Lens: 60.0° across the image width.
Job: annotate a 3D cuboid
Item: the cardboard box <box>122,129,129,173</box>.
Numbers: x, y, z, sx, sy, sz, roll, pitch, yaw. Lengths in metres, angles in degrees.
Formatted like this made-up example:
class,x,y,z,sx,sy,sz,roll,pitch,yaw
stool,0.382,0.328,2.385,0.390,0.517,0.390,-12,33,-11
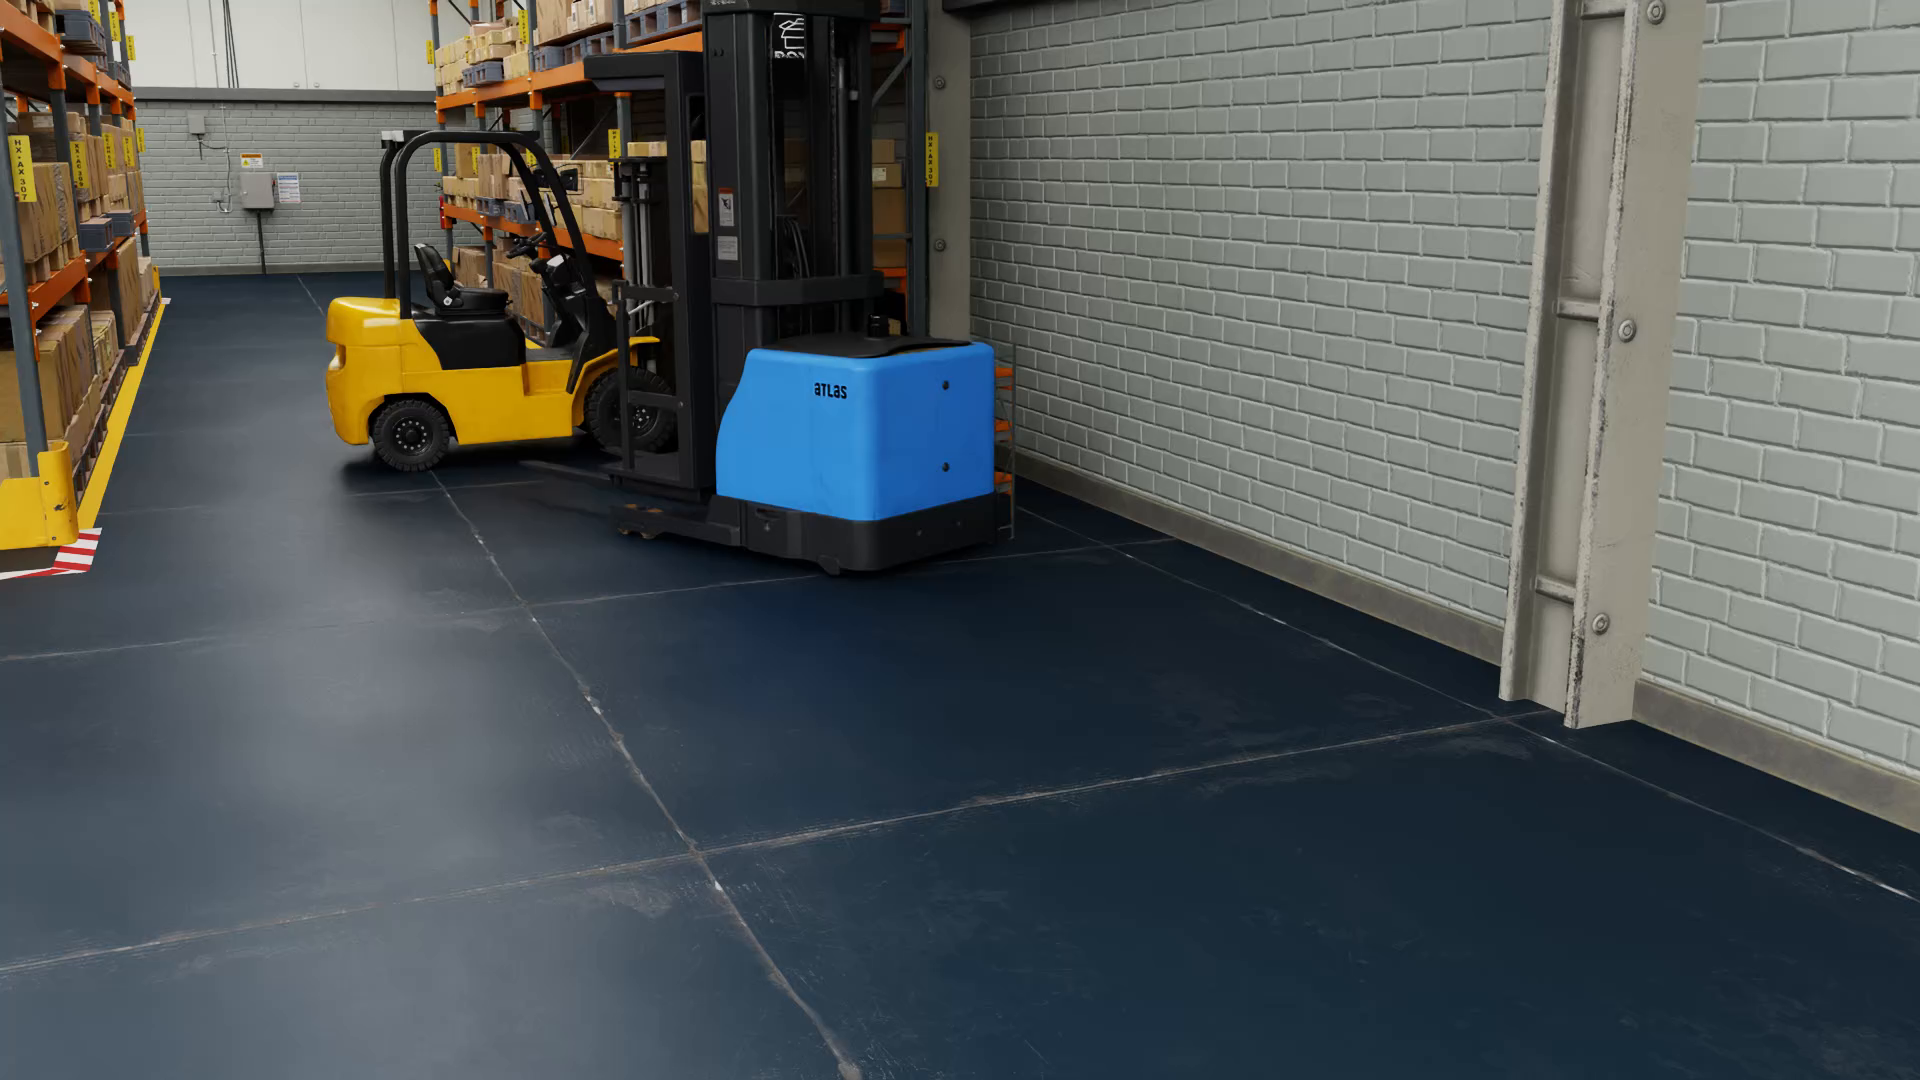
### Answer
class,x,y,z,sx,sy,sz,roll,pitch,yaw
cardboard box,-10.016,-4.540,19.396,0.500,0.500,0.500,-6,14,-23

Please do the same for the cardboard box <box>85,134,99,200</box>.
class,x,y,z,sx,sy,sz,roll,pitch,yaw
cardboard box,-7.154,-2.959,13.191,0.500,0.500,0.500,-6,14,-23

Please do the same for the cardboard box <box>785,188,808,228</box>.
class,x,y,z,sx,sy,sz,roll,pitch,yaw
cardboard box,-1.131,-1.981,10.555,0.500,0.500,0.500,-6,14,-24

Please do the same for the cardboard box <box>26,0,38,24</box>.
class,x,y,z,sx,sy,sz,roll,pitch,yaw
cardboard box,-6.037,-3.319,10.463,0.380,0.149,0.250,-5,14,-21

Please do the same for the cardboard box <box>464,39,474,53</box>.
class,x,y,z,sx,sy,sz,roll,pitch,yaw
cardboard box,-5.782,-5.969,20.101,0.380,0.149,0.250,-5,14,-21

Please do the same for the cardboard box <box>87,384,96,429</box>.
class,x,y,z,sx,sy,sz,roll,pitch,yaw
cardboard box,-6.136,-0.890,11.228,0.500,0.250,0.500,-6,14,-24

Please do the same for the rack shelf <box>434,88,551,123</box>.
class,x,y,z,sx,sy,sz,roll,pitch,yaw
rack shelf,-6.301,-5.858,22.469,1.077,0.370,4.000,-6,14,-23

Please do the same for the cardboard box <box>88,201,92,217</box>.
class,x,y,z,sx,sy,sz,roll,pitch,yaw
cardboard box,-7.212,-2.669,13.374,0.380,0.149,0.250,-6,14,-23

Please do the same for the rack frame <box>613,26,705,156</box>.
class,x,y,z,sx,sy,sz,roll,pitch,yaw
rack frame,-2.296,-2.681,13.800,1.000,3.000,0.127,-6,14,-23

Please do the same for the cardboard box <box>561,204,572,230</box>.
class,x,y,z,sx,sy,sz,roll,pitch,yaw
cardboard box,-3.534,-3.110,15.988,0.500,0.250,0.500,-6,14,-25

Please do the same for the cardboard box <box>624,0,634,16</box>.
class,x,y,z,sx,sy,sz,roll,pitch,yaw
cardboard box,-2.394,-4.153,12.912,0.380,0.149,0.250,-5,14,-22

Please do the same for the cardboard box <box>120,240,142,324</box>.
class,x,y,z,sx,sy,sz,roll,pitch,yaw
cardboard box,-9.356,-2.747,17.867,0.875,0.875,0.875,-5,14,-21

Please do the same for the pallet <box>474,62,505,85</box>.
class,x,y,z,sx,sy,sz,roll,pitch,yaw
pallet,-4.885,-5.348,19.090,1.213,0.211,1.003,-6,14,-23

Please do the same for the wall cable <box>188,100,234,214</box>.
class,x,y,z,sx,sy,sz,roll,pitch,yaw
wall cable,-12.634,-6.499,28.045,0.588,1.984,0.122,-6,14,-23

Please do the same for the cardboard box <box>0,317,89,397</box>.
class,x,y,z,sx,sy,sz,roll,pitch,yaw
cardboard box,-5.948,-1.154,10.706,0.500,0.500,0.500,-5,14,-20

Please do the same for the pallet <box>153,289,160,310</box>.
class,x,y,z,sx,sy,sz,roll,pitch,yaw
pallet,-11.257,-3.194,22.203,1.003,0.211,1.213,-6,14,-23

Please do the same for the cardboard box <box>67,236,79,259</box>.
class,x,y,z,sx,sy,sz,roll,pitch,yaw
cardboard box,-6.328,-2.019,11.500,0.380,0.149,0.250,-5,14,-22

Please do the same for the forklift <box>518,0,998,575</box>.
class,x,y,z,sx,sy,sz,roll,pitch,yaw
forklift,-1.258,-1.510,8.893,3.031,2.935,1.130,11,17,39

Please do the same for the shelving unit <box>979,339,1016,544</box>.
class,x,y,z,sx,sy,sz,roll,pitch,yaw
shelving unit,0.132,-0.524,8.805,0.252,1.050,0.215,13,18,43

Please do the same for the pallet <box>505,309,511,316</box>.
class,x,y,z,sx,sy,sz,roll,pitch,yaw
pallet,-5.140,-2.810,20.544,1.003,0.211,1.213,-6,14,-23

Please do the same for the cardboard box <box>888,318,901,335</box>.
class,x,y,z,sx,sy,sz,roll,pitch,yaw
cardboard box,-0.712,-1.323,10.882,0.500,0.250,0.500,-6,14,-24

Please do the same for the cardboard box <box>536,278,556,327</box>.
class,x,y,z,sx,sy,sz,roll,pitch,yaw
cardboard box,-4.264,-2.562,17.899,0.500,0.500,0.500,-5,14,-21

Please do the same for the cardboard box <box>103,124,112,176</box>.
class,x,y,z,sx,sy,sz,roll,pitch,yaw
cardboard box,-8.625,-3.819,16.281,0.500,0.500,0.500,-6,14,-23

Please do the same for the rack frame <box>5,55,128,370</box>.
class,x,y,z,sx,sy,sz,roll,pitch,yaw
rack frame,-8.444,-3.058,15.430,1.000,3.000,0.127,-6,14,-23

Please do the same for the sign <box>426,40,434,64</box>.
class,x,y,z,sx,sy,sz,roll,pitch,yaw
sign,-7.600,-6.998,23.863,0.100,0.325,0.005,-6,14,-23

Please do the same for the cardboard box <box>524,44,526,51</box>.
class,x,y,z,sx,sy,sz,roll,pitch,yaw
cardboard box,-4.428,-5.253,17.710,0.380,0.149,0.250,-5,14,-22

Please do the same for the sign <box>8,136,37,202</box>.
class,x,y,z,sx,sy,sz,roll,pitch,yaw
sign,-4.743,-1.876,8.403,0.100,0.325,0.005,-6,14,-23

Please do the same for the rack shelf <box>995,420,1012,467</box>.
class,x,y,z,sx,sy,sz,roll,pitch,yaw
rack shelf,0.132,-0.514,8.807,0.240,0.259,0.215,13,18,43

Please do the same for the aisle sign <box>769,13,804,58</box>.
class,x,y,z,sx,sy,sz,roll,pitch,yaw
aisle sign,-0.936,-3.081,9.763,0.394,0.787,0.004,-6,14,-23

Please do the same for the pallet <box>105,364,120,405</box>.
class,x,y,z,sx,sy,sz,roll,pitch,yaw
pallet,-7.648,-1.286,13.959,1.003,0.211,1.213,-6,14,-23

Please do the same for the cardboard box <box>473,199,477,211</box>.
class,x,y,z,sx,sy,sz,roll,pitch,yaw
cardboard box,-6.110,-4.358,21.602,0.380,0.149,0.250,-5,14,-22

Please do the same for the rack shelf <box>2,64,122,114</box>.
class,x,y,z,sx,sy,sz,roll,pitch,yaw
rack shelf,-9.246,-4.582,16.958,1.077,0.370,4.000,-6,14,-23

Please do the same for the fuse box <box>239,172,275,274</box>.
class,x,y,z,sx,sy,sz,roll,pitch,yaw
fuse box,-11.946,-5.406,28.431,0.539,1.711,0.414,-6,14,-23

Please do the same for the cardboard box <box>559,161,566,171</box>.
class,x,y,z,sx,sy,sz,roll,pitch,yaw
cardboard box,-3.689,-3.621,16.201,0.380,0.149,0.250,-5,14,-22

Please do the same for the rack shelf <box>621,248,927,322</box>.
class,x,y,z,sx,sy,sz,roll,pitch,yaw
rack shelf,-1.494,-1.917,12.096,1.077,0.370,4.000,-6,14,-23

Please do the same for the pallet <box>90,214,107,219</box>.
class,x,y,z,sx,sy,sz,roll,pitch,yaw
pallet,-7.614,-2.559,13.701,1.003,0.211,1.213,-6,14,-23

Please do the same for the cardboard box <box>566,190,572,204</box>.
class,x,y,z,sx,sy,sz,roll,pitch,yaw
cardboard box,-3.551,-3.351,15.918,0.500,0.250,0.500,-6,14,-24

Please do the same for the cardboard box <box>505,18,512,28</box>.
class,x,y,z,sx,sy,sz,roll,pitch,yaw
cardboard box,-5.315,-6.215,20.246,0.396,0.266,0.258,-6,14,-24

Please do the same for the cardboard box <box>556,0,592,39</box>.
class,x,y,z,sx,sy,sz,roll,pitch,yaw
cardboard box,-3.423,-4.889,15.312,0.500,0.500,0.500,-5,14,-22

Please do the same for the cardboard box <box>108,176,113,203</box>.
class,x,y,z,sx,sy,sz,roll,pitch,yaw
cardboard box,-8.421,-3.355,15.939,0.500,0.250,0.500,-6,14,-23

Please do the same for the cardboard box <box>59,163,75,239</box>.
class,x,y,z,sx,sy,sz,roll,pitch,yaw
cardboard box,-6.224,-2.250,11.058,0.500,0.500,0.500,-5,14,-21

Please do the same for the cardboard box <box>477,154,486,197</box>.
class,x,y,z,sx,sy,sz,roll,pitch,yaw
cardboard box,-5.511,-4.467,20.364,0.700,0.500,0.500,-5,14,-22

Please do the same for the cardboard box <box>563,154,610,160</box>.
class,x,y,z,sx,sy,sz,roll,pitch,yaw
cardboard box,-3.961,-3.881,17.832,0.500,0.500,0.500,-5,14,-20

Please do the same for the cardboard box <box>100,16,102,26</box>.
class,x,y,z,sx,sy,sz,roll,pitch,yaw
cardboard box,-10.090,-5.788,19.200,0.500,0.500,0.500,-5,14,-22

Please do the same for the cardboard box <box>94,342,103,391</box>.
class,x,y,z,sx,sy,sz,roll,pitch,yaw
cardboard box,-7.054,-1.264,12.576,0.950,0.372,0.625,-5,14,-22

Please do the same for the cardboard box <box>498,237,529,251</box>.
class,x,y,z,sx,sy,sz,roll,pitch,yaw
cardboard box,-5.452,-3.634,20.432,0.380,0.149,0.250,-6,14,-26

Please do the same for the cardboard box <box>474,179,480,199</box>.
class,x,y,z,sx,sy,sz,roll,pitch,yaw
cardboard box,-5.928,-4.489,21.284,0.500,0.250,0.500,-5,14,-22

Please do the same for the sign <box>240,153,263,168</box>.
class,x,y,z,sx,sy,sz,roll,pitch,yaw
sign,-12.080,-6.473,28.356,0.339,0.242,0.001,-6,14,-23

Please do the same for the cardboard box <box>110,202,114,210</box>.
class,x,y,z,sx,sy,sz,roll,pitch,yaw
cardboard box,-8.410,-3.109,15.982,0.500,0.250,0.500,-6,14,-24

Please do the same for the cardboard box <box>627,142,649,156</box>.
class,x,y,z,sx,sy,sz,roll,pitch,yaw
cardboard box,-2.440,-3.098,13.282,0.380,0.149,0.250,-5,14,-22

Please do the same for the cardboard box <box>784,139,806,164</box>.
class,x,y,z,sx,sy,sz,roll,pitch,yaw
cardboard box,-1.030,-2.419,10.349,0.380,0.149,0.250,-6,14,-23

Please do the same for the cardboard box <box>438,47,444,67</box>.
class,x,y,z,sx,sy,sz,roll,pitch,yaw
cardboard box,-6.968,-6.716,23.145,0.500,0.250,0.500,-6,14,-23

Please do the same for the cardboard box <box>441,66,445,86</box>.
class,x,y,z,sx,sy,sz,roll,pitch,yaw
cardboard box,-6.953,-6.474,23.209,0.500,0.250,0.500,-5,14,-22

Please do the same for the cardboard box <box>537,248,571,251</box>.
class,x,y,z,sx,sy,sz,roll,pitch,yaw
cardboard box,-5.089,-3.586,20.887,0.380,0.149,0.250,-6,14,-25

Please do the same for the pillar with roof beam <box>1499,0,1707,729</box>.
class,x,y,z,sx,sy,sz,roll,pitch,yaw
pillar with roof beam,-1.687,-3.374,3.490,9.100,9.000,0.400,-6,14,-23

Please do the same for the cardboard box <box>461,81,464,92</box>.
class,x,y,z,sx,sy,sz,roll,pitch,yaw
cardboard box,-6.391,-5.988,21.994,0.380,0.149,0.250,-5,14,-22

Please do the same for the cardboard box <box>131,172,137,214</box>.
class,x,y,z,sx,sy,sz,roll,pitch,yaw
cardboard box,-10.193,-4.158,19.961,0.500,0.500,0.500,-6,14,-23
